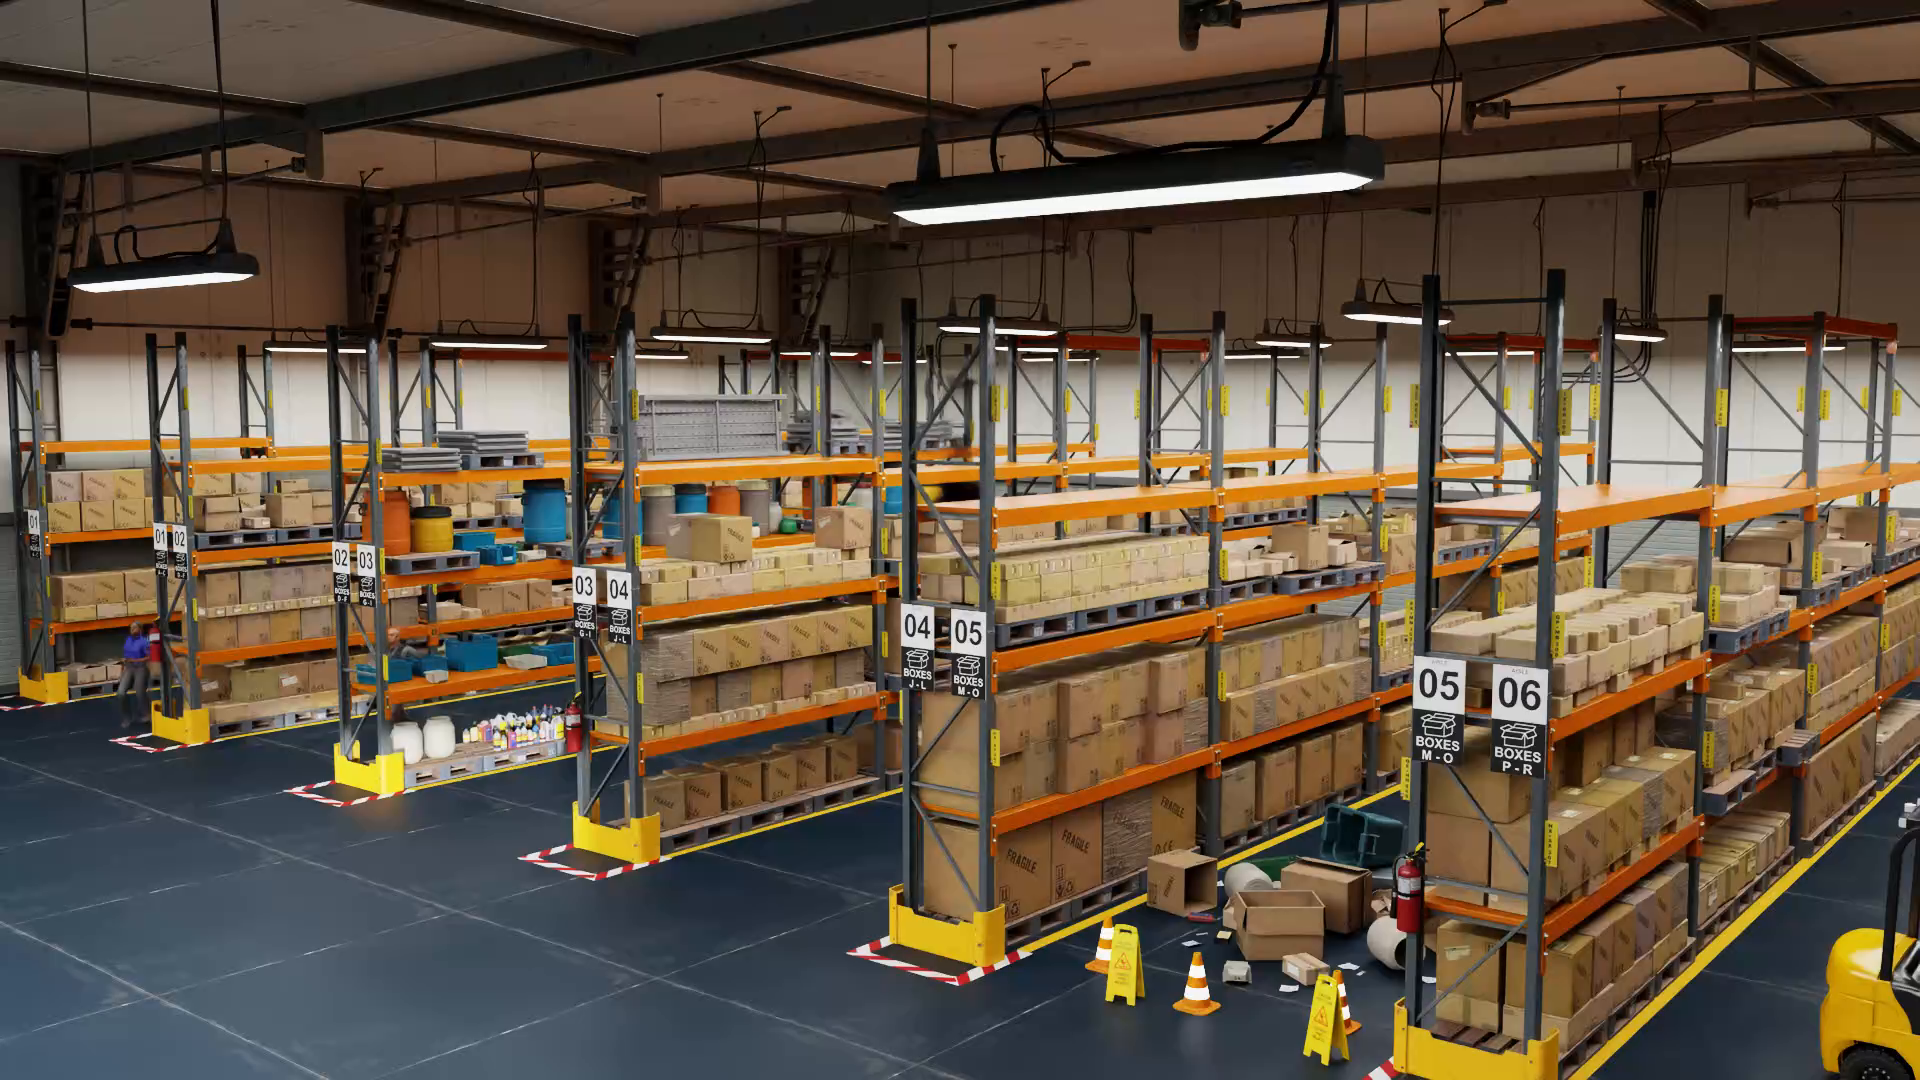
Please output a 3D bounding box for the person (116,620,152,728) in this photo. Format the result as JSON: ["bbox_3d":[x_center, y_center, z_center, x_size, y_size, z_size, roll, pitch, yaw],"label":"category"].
[{"bbox_3d":[-12.663,2.075,25.648,0.572,1.707,0.693,1,5,10],"label":"person"}]

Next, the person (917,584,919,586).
[{"bbox_3d":[-1.226,0.861,38.272,0.605,1.745,0.656,5,7,41],"label":"person"}]

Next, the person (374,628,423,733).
[{"bbox_3d":[-8.118,2.147,23.958,0.644,1.772,0.805,2,6,23],"label":"person"}]

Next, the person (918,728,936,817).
[{"bbox_3d":[-0.266,2.711,19.011,0.637,1.497,0.842,1,5,10],"label":"person"}]
